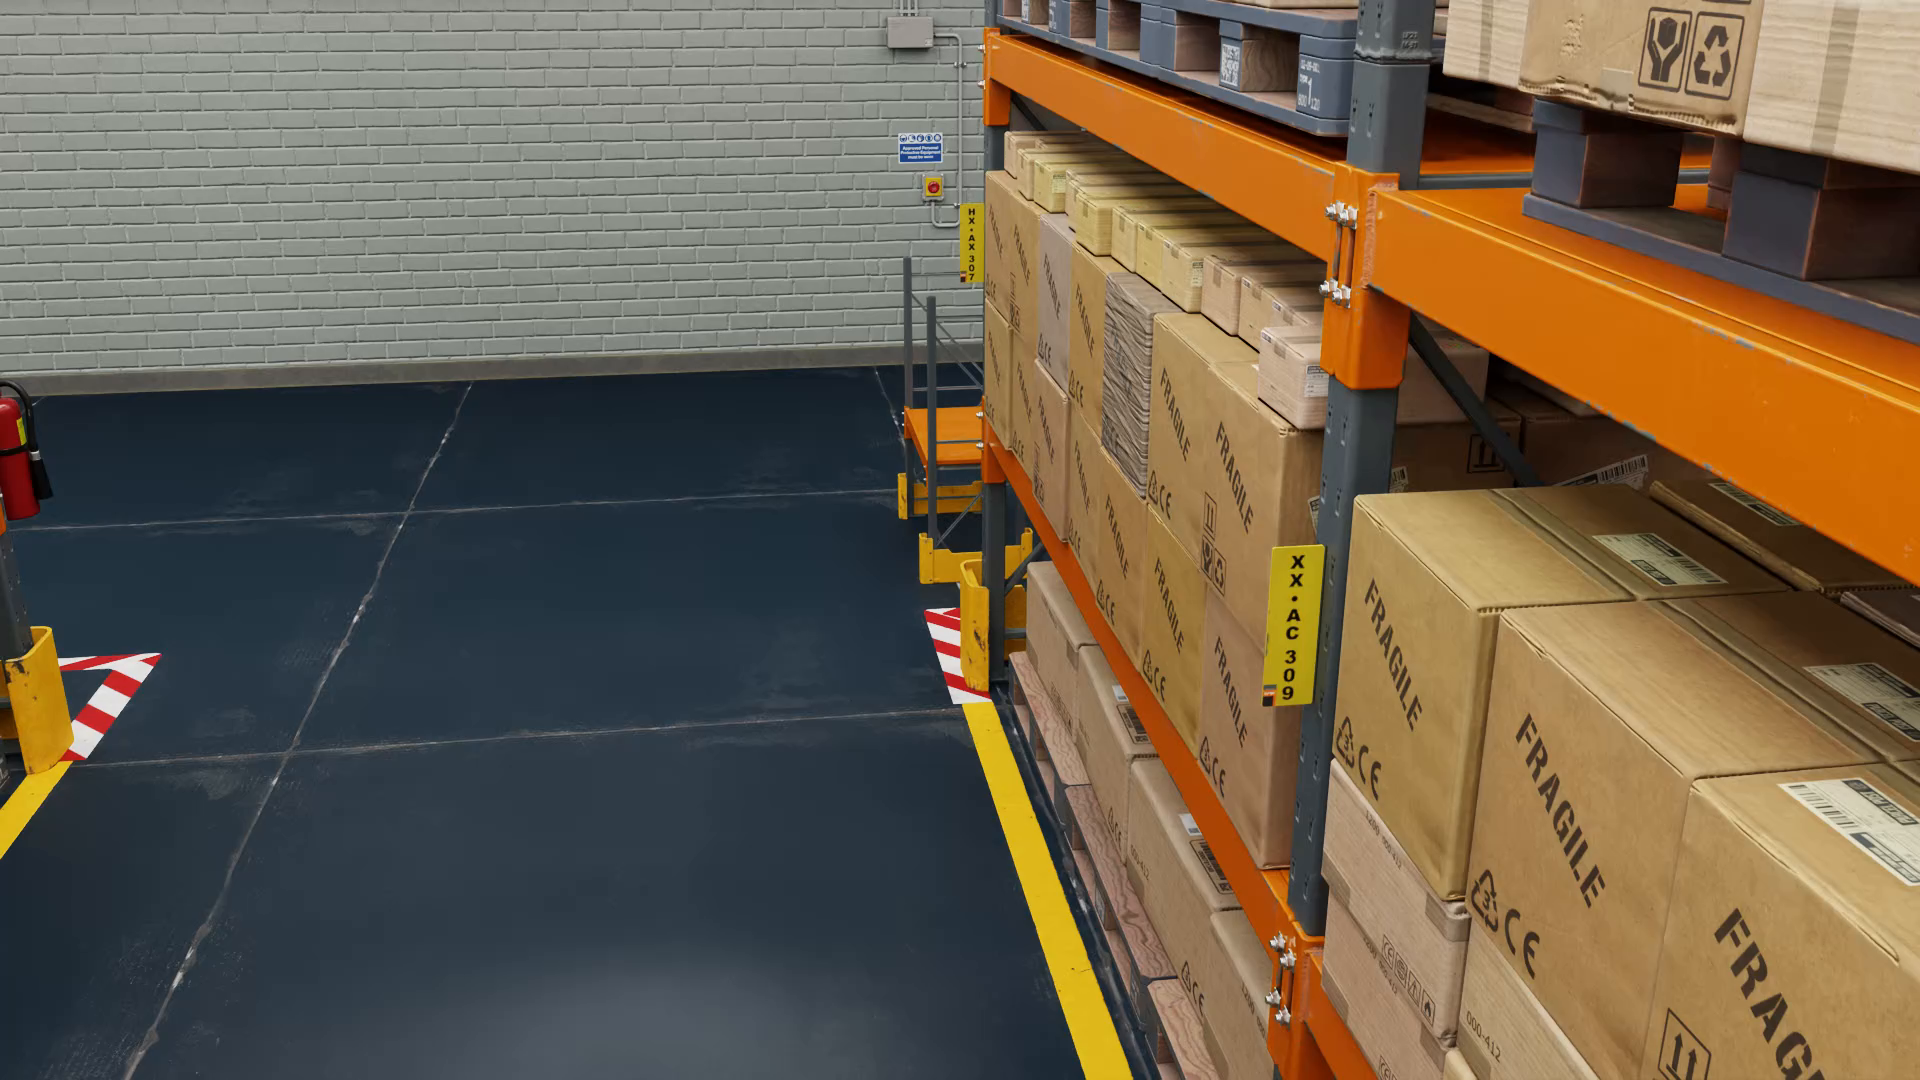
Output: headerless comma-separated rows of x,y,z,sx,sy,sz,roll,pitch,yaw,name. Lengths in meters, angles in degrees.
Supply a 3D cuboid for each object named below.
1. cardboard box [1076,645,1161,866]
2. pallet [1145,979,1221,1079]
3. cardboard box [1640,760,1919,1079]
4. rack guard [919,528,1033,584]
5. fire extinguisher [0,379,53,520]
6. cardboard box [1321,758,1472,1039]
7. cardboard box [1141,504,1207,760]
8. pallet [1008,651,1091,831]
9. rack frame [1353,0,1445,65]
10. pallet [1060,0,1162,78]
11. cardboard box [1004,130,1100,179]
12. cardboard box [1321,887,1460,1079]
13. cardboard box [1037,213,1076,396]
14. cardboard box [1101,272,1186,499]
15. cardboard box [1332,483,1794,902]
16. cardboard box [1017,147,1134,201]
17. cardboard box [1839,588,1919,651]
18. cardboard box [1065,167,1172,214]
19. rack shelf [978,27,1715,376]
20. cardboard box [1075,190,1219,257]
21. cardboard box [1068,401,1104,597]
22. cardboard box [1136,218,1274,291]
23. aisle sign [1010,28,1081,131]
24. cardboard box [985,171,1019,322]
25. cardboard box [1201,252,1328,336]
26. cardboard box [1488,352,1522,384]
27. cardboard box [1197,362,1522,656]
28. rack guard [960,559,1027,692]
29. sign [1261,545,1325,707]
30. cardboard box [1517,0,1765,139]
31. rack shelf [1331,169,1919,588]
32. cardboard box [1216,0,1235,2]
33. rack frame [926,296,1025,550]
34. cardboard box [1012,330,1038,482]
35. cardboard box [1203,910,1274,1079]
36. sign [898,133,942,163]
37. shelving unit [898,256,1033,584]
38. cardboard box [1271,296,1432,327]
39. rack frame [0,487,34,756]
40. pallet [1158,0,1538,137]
0.934,0.737,6.018,0.875,0.438,0.875,-2,21,-6,cardboard box
1.144,1.617,4.584,1.003,0.211,1.213,-3,21,-8,pallet
1.126,0.578,1.808,0.500,0.500,0.500,-3,21,-9,cardboard box
0.083,0.082,8.640,0.587,0.250,0.087,-3,21,-8,rack guard
-3.863,-0.422,6.701,0.296,0.674,0.183,-3,21,-8,fire extinguisher
0.961,0.581,2.873,0.500,0.250,0.500,-4,21,-9,cardboard box
0.777,0.206,4.235,0.500,0.500,0.500,-3,21,-9,cardboard box
0.793,0.773,6.846,1.003,0.211,1.213,-3,21,-8,pallet
1.177,-2.232,2.331,1.000,3.000,0.127,-3,21,-8,rack frame
0.897,-1.491,4.760,1.003,0.211,1.213,-3,21,-8,pallet
0.377,-1.489,6.416,0.380,0.149,0.250,-2,21,-7,cardboard box
0.979,0.814,2.963,0.500,0.250,0.500,-3,21,-9,cardboard box
0.551,-0.785,5.459,0.500,0.500,0.500,-3,21,-8,cardboard box
0.688,-0.438,4.530,0.500,0.500,0.500,-3,21,-7,cardboard box
0.956,0.230,2.741,0.500,0.500,0.500,-3,21,-7,cardboard box
0.409,-1.306,5.926,0.380,0.149,0.250,-2,21,-6,cardboard box
1.571,0.384,2.329,0.500,0.500,0.500,-3,21,-7,cardboard box
0.555,-1.127,5.449,0.380,0.149,0.250,-3,21,-7,cardboard box
0.888,-1.182,4.836,1.077,0.370,4.000,-3,21,-8,rack shelf
0.559,-0.950,4.973,0.380,0.149,0.250,-3,21,-9,cardboard box
0.630,-0.149,5.186,0.500,0.500,0.500,-2,21,-6,cardboard box
0.696,-0.777,4.511,0.380,0.149,0.250,-3,21,-9,cardboard box
0.303,-2.035,6.661,0.394,0.787,0.004,-3,21,-8,aisle sign
0.387,-1.141,6.413,0.500,0.500,0.500,-3,21,-9,cardboard box
0.806,-0.602,4.041,0.380,0.149,0.250,-3,21,-8,cardboard box
1.335,-0.451,3.638,0.380,0.149,0.250,-3,21,-7,cardboard box
0.835,-0.086,3.588,0.500,0.500,0.500,-3,21,-8,cardboard box
0.597,0.356,7.548,1.175,0.500,0.348,-3,21,-8,rack guard
0.628,0.164,3.139,0.100,0.325,0.005,-3,21,-8,sign
1.017,-0.751,1.909,0.500,0.500,0.500,-3,21,-9,cardboard box
1.465,0.203,1.128,1.077,0.370,4.000,-3,21,-8,rack shelf
0.730,-1.249,3.603,0.380,0.149,0.250,-2,21,-6,cardboard box
0.086,-0.497,8.403,0.500,1.500,0.032,-3,21,-8,rack frame
0.486,-0.499,6.122,0.500,0.500,0.500,-3,21,-9,cardboard box
1.192,1.359,4.352,0.875,0.438,0.875,-3,21,-9,cardboard box
-0.292,-2.903,12.316,0.327,0.218,0.001,-3,21,-8,sign
0.011,-0.676,8.883,0.587,1.500,1.083,-3,21,-8,shelving unit
0.887,-0.428,3.576,0.380,0.149,0.250,-2,21,-6,cardboard box
-4.284,-0.522,6.326,1.000,3.000,0.127,-3,21,-8,rack frame
1.069,-1.069,3.631,1.003,0.211,1.213,-3,21,-8,pallet
